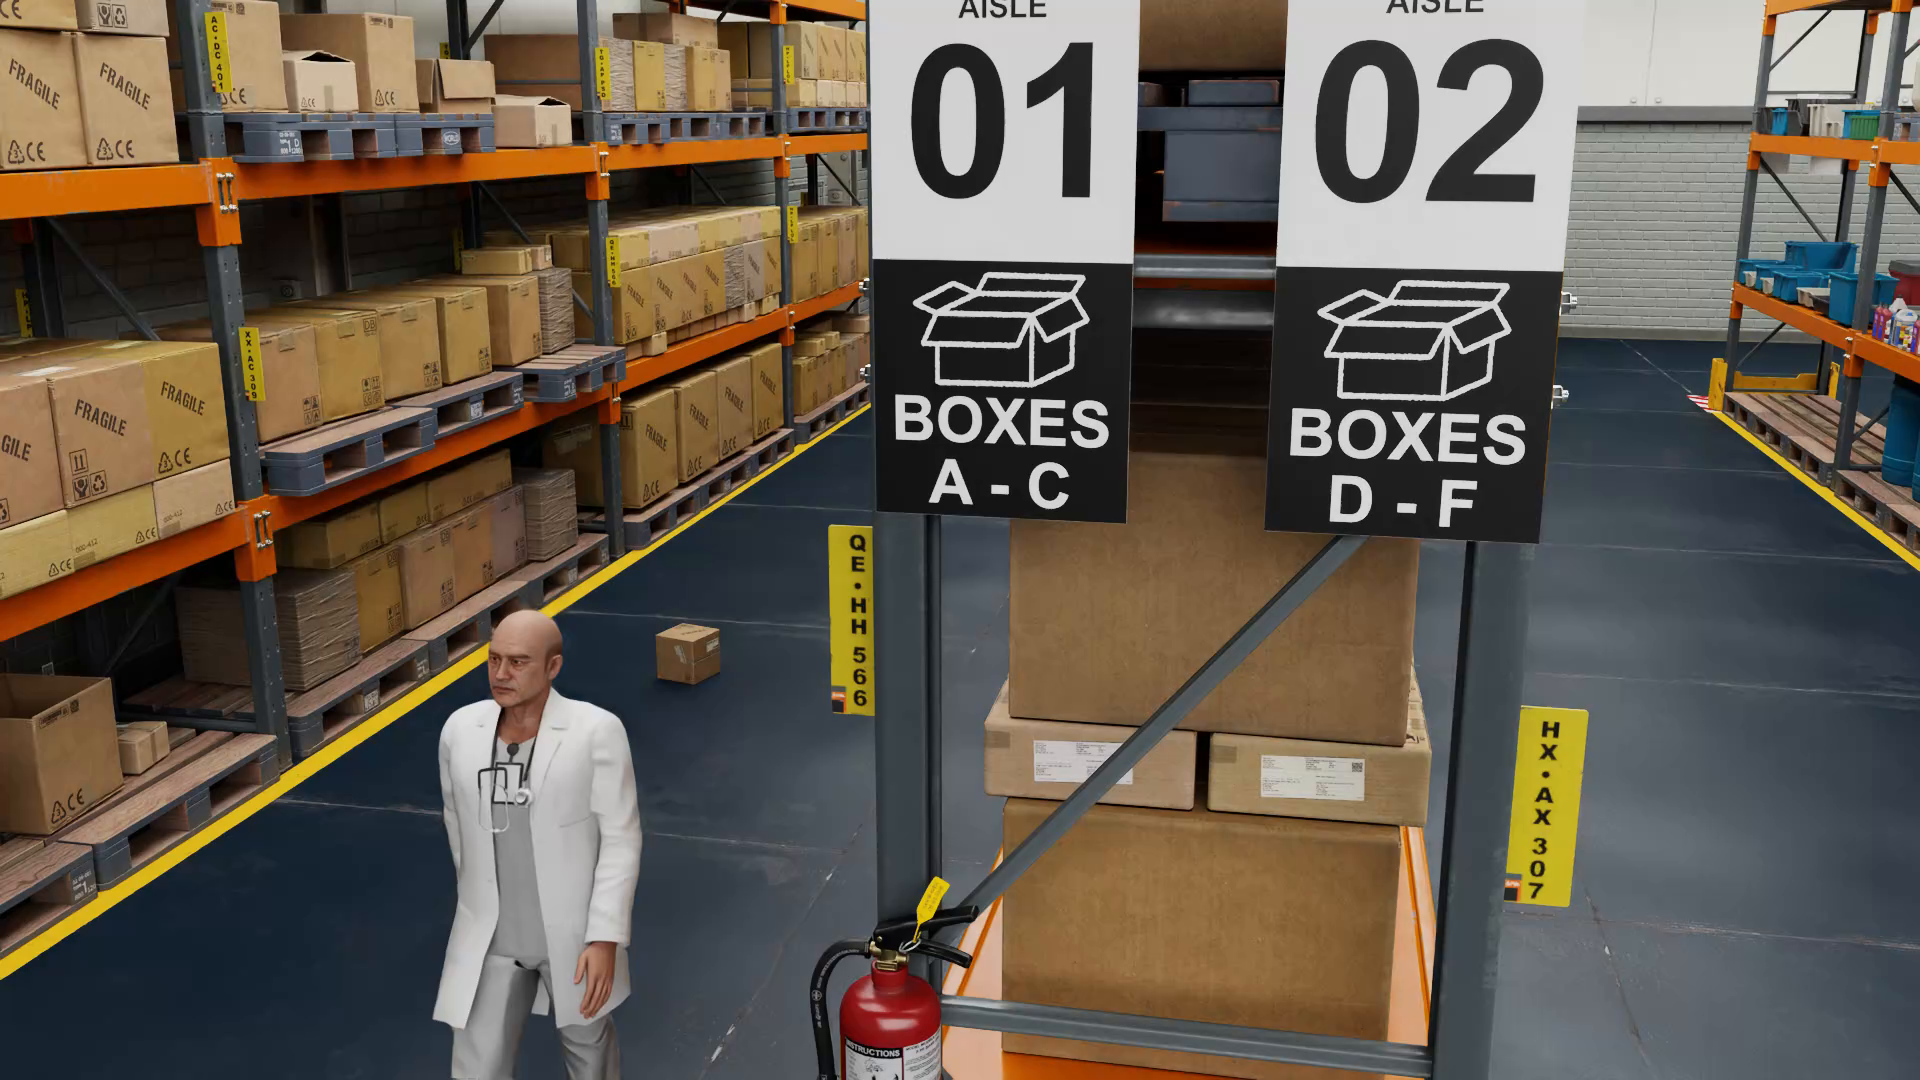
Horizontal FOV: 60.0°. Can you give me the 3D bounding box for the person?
[{"bbox_3d":[-1.125,1.056,4.366,0.575,1.727,1.066,0,14,2],"label":"person"}]
